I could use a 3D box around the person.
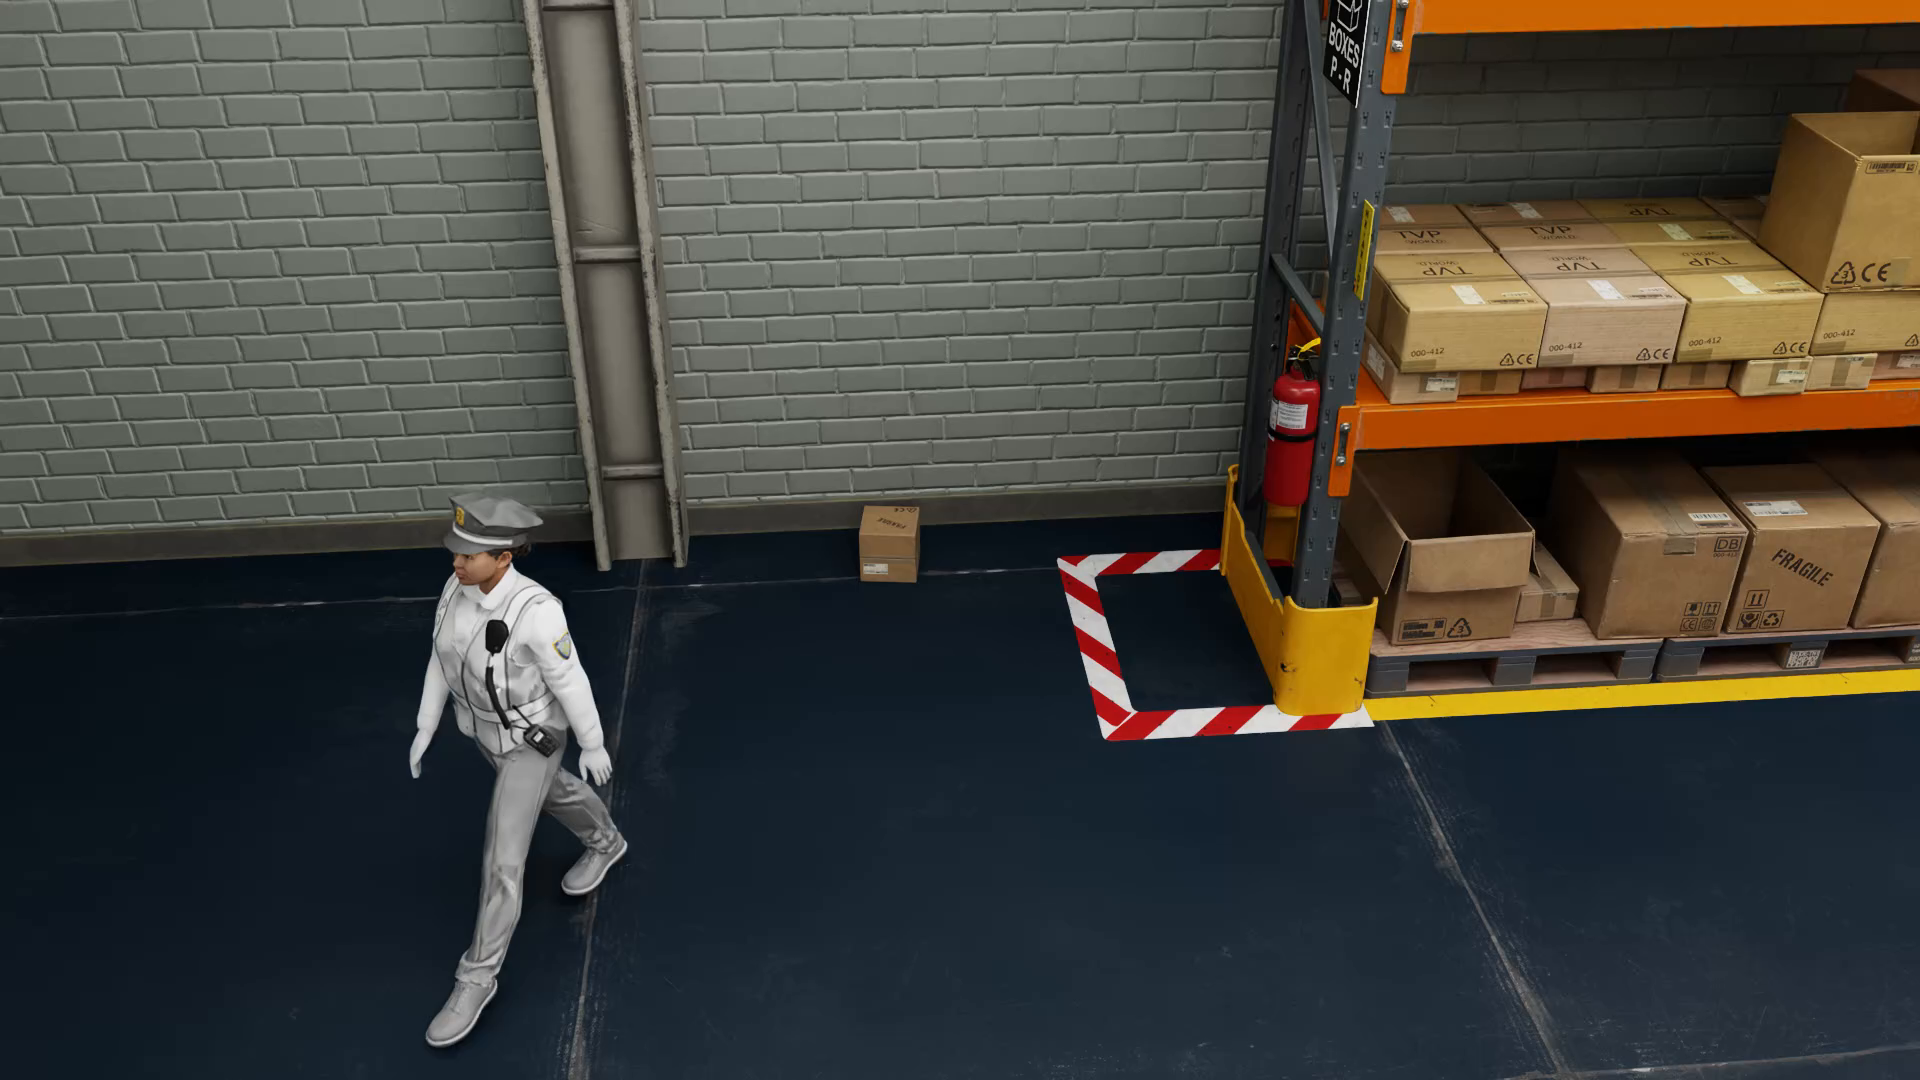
[{"bbox_3d":[-1.436,0.611,5.072,0.521,1.636,0.973,23,38,33],"label":"person"}]
